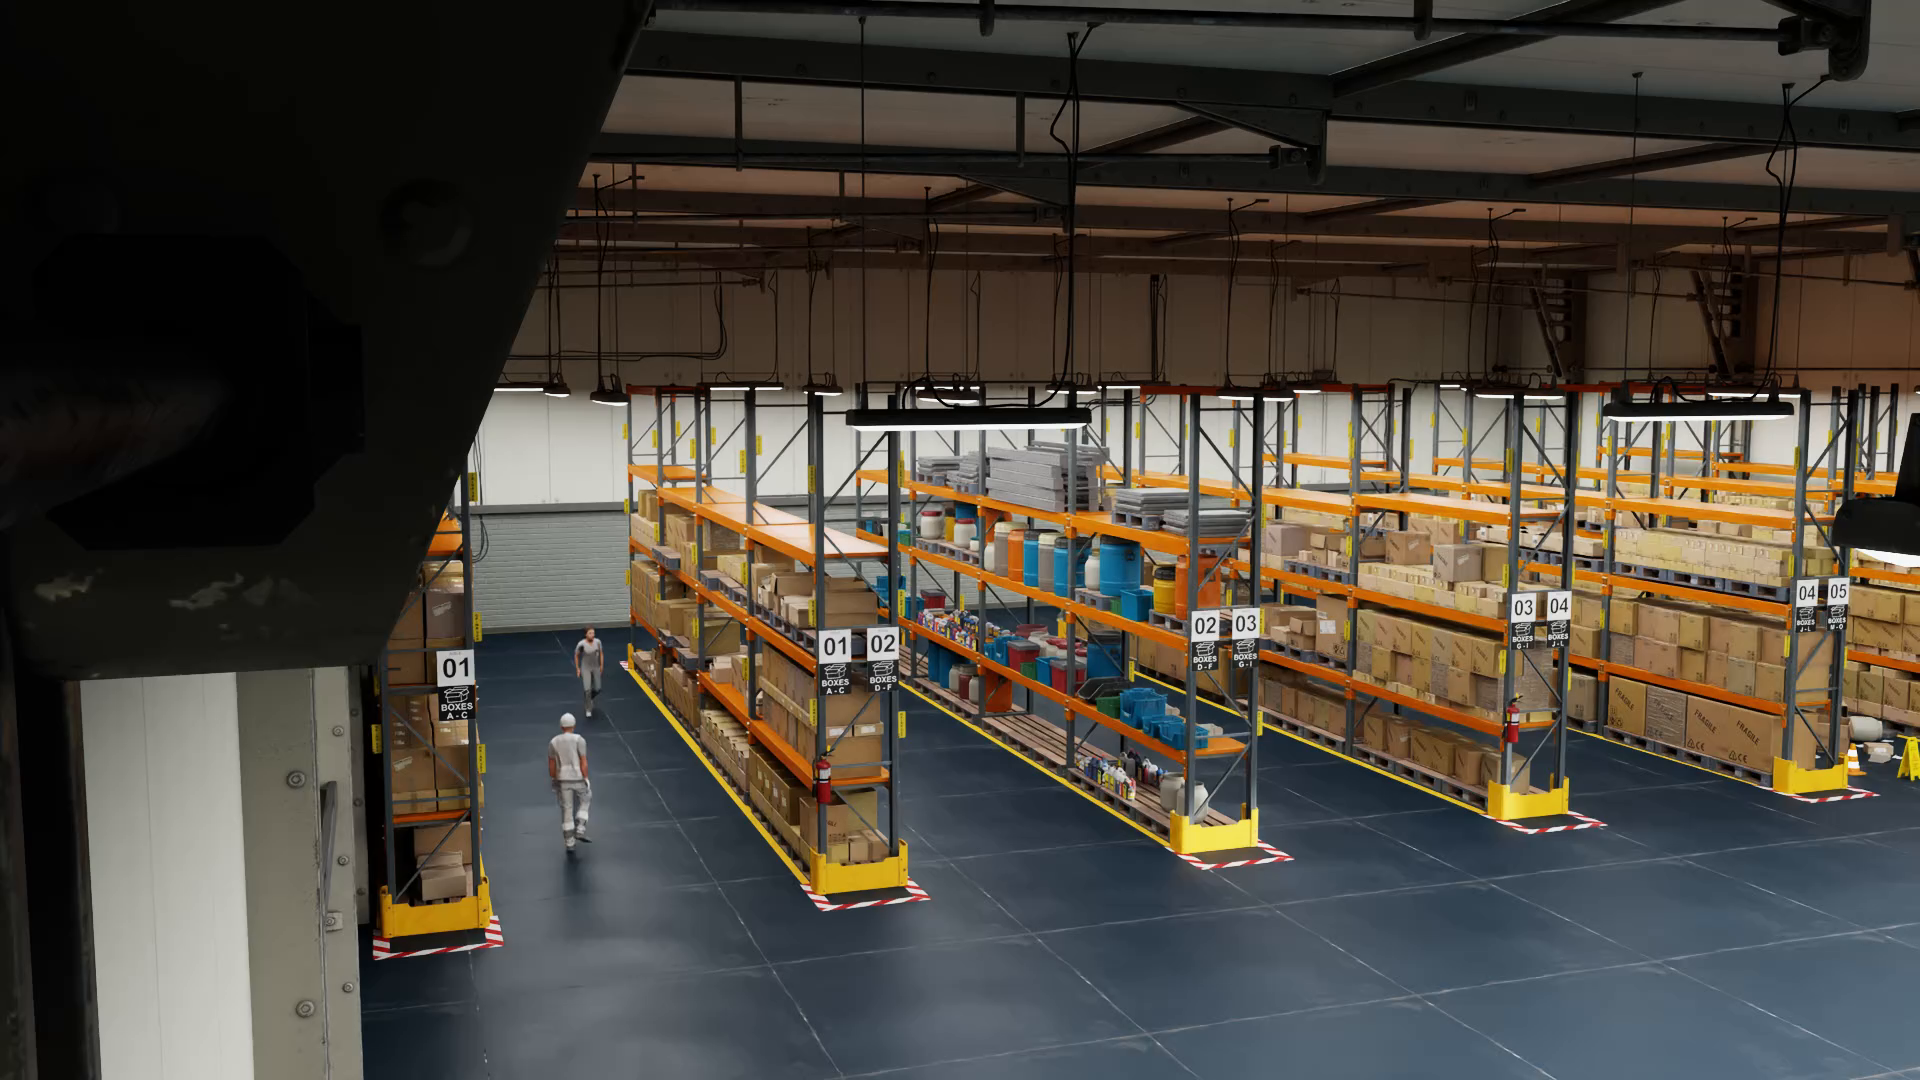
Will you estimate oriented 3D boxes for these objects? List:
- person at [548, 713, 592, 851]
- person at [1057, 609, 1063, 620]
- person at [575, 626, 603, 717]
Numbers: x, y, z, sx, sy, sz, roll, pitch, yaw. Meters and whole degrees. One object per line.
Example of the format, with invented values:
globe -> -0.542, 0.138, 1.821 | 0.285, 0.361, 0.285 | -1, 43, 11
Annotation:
person -> -5.142, 3.170, 21.917 | 0.560, 1.772, 0.496 | -1, 6, -5
person -> 2.769, 1.336, 40.756 | 1.012, 1.529, 0.394 | 5, 8, 40
person -> -6.821, 2.373, 30.504 | 0.523, 1.653, 0.639 | -4, 7, -31
